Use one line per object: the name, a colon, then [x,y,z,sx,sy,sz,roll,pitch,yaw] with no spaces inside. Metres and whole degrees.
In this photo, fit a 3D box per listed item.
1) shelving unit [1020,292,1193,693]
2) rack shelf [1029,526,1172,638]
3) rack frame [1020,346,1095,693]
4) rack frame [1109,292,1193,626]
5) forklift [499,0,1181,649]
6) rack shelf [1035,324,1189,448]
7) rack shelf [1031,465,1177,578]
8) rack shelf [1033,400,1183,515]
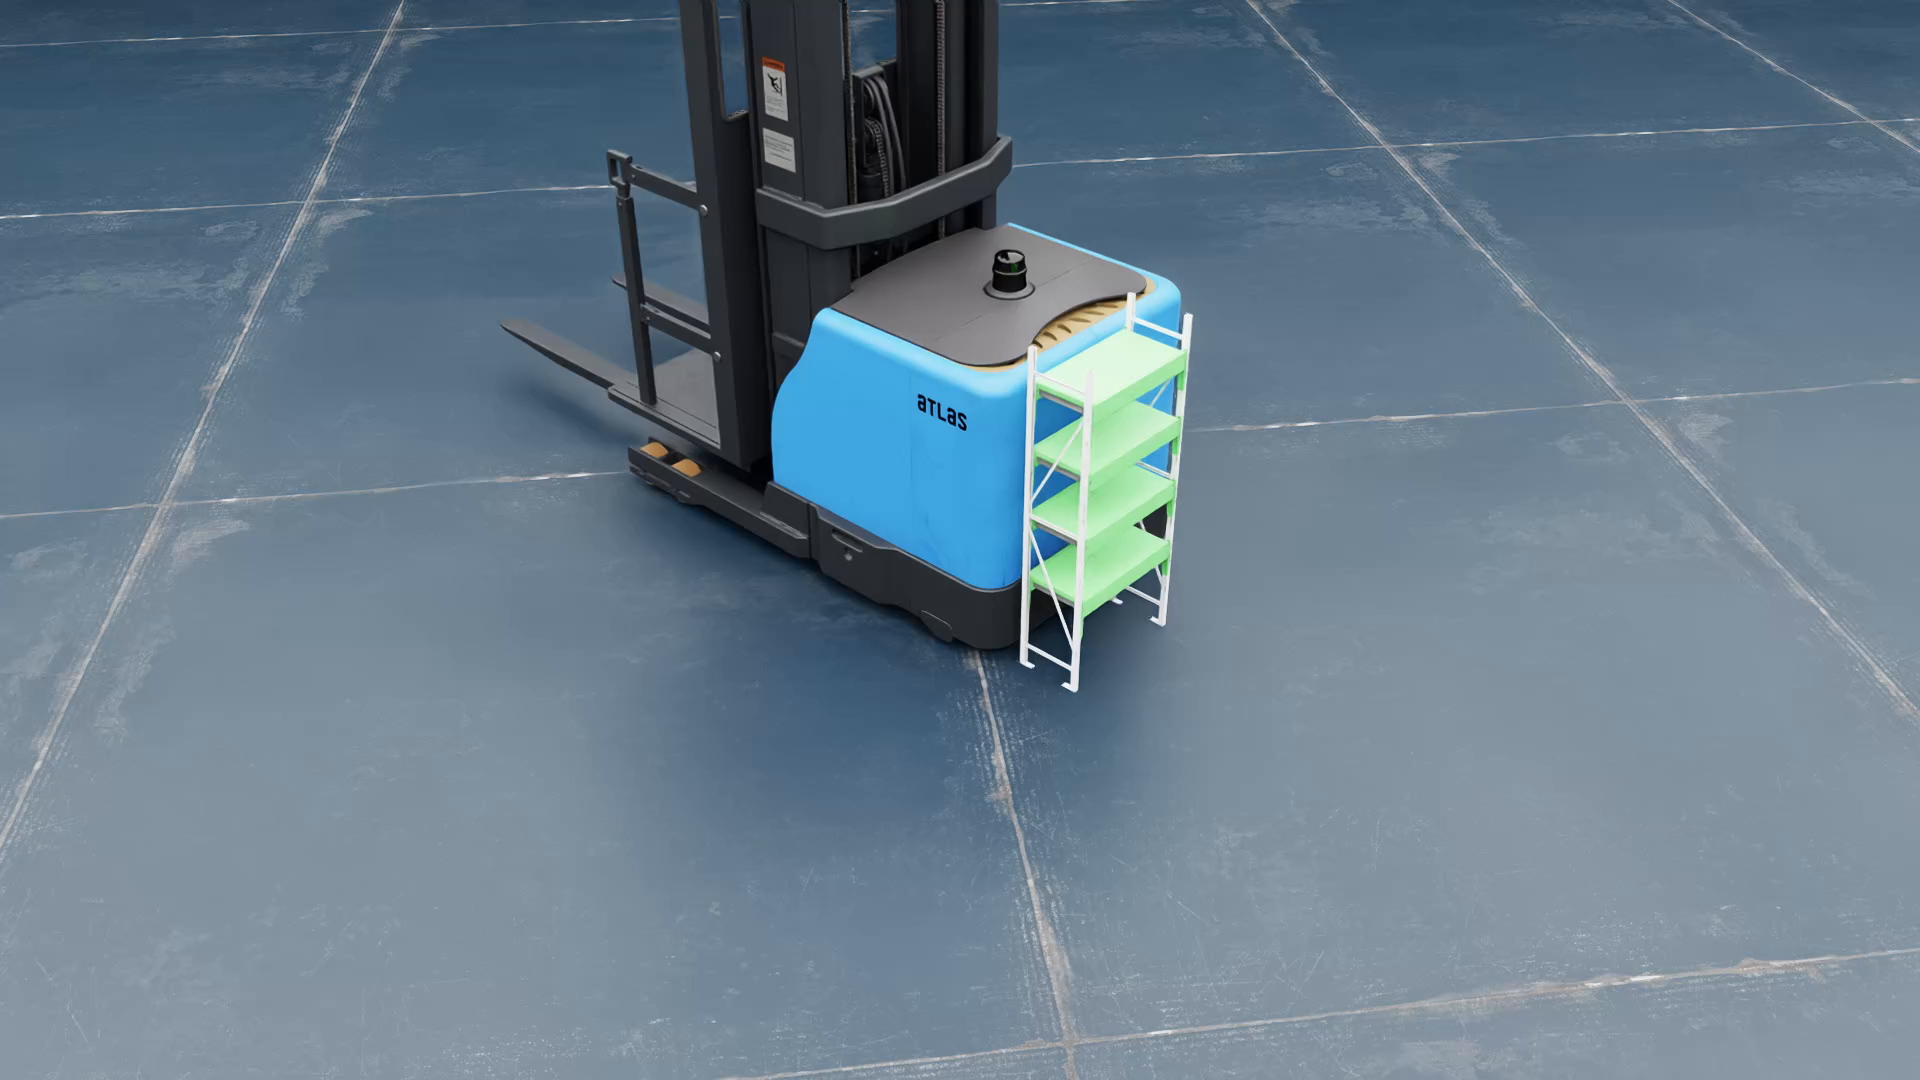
shelving unit: [0.461,-0.140,5.389,0.258,1.200,0.503,27,43,34]
rack shelf: [0.461,0.111,5.561,0.258,0.148,0.480,27,43,34]
rack frame: [0.298,-0.038,5.239,0.240,1.200,0.015,27,43,34]
rack frame: [0.624,-0.242,5.539,0.240,1.200,0.015,27,43,34]
forklift: [-0.666,-1.550,5.921,3.031,2.935,1.130,27,43,34]
rack shelf: [0.461,-0.483,5.155,0.258,0.148,0.480,27,43,34]
rack shelf: [0.461,-0.087,5.425,0.258,0.148,0.480,27,43,34]
rack shelf: [0.461,-0.285,5.290,0.258,0.148,0.480,27,43,34]
